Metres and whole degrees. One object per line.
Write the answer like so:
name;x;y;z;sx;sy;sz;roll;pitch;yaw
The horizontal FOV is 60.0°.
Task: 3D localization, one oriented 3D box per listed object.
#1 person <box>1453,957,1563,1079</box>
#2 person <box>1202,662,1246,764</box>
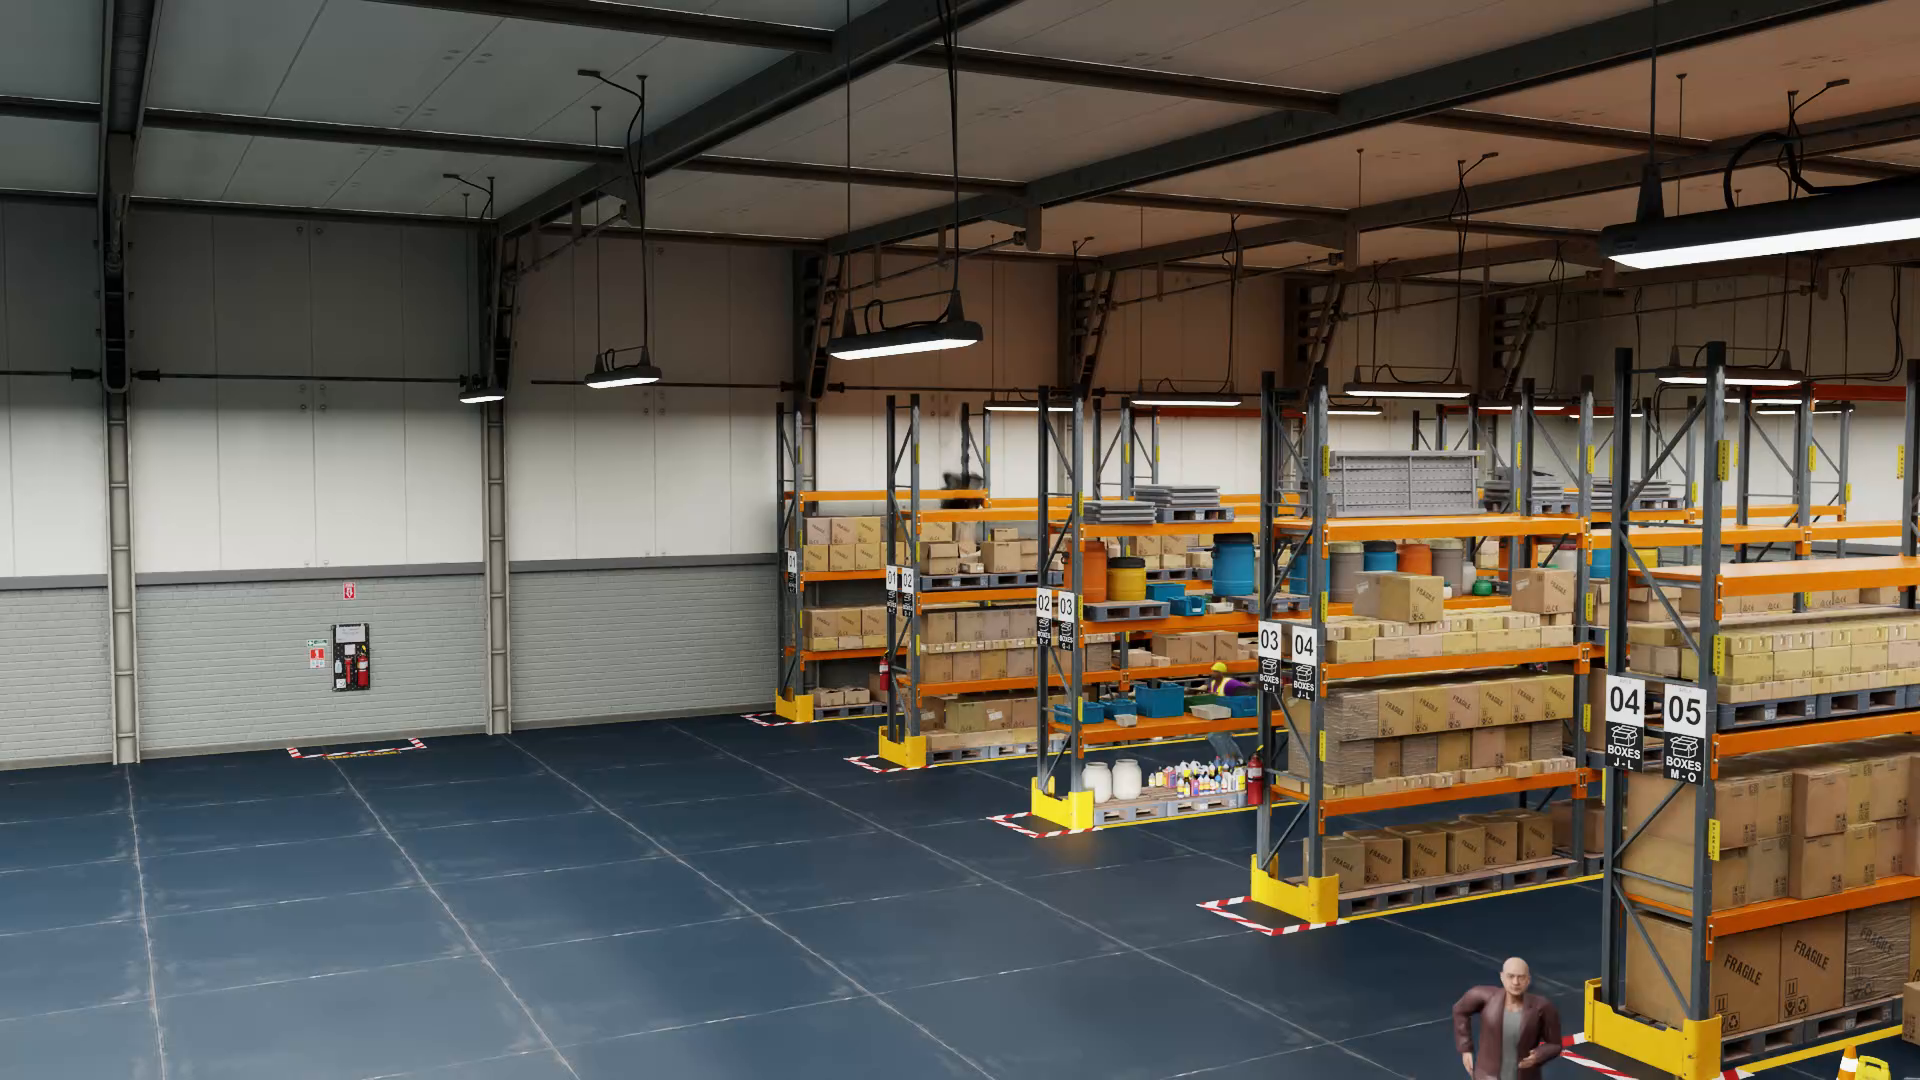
person;3.673;3.650;11.167;0.694;1.733;0.751;1;3;14
person;4.165;2.795;26.267;0.792;1.731;0.733;-1;3;-22
